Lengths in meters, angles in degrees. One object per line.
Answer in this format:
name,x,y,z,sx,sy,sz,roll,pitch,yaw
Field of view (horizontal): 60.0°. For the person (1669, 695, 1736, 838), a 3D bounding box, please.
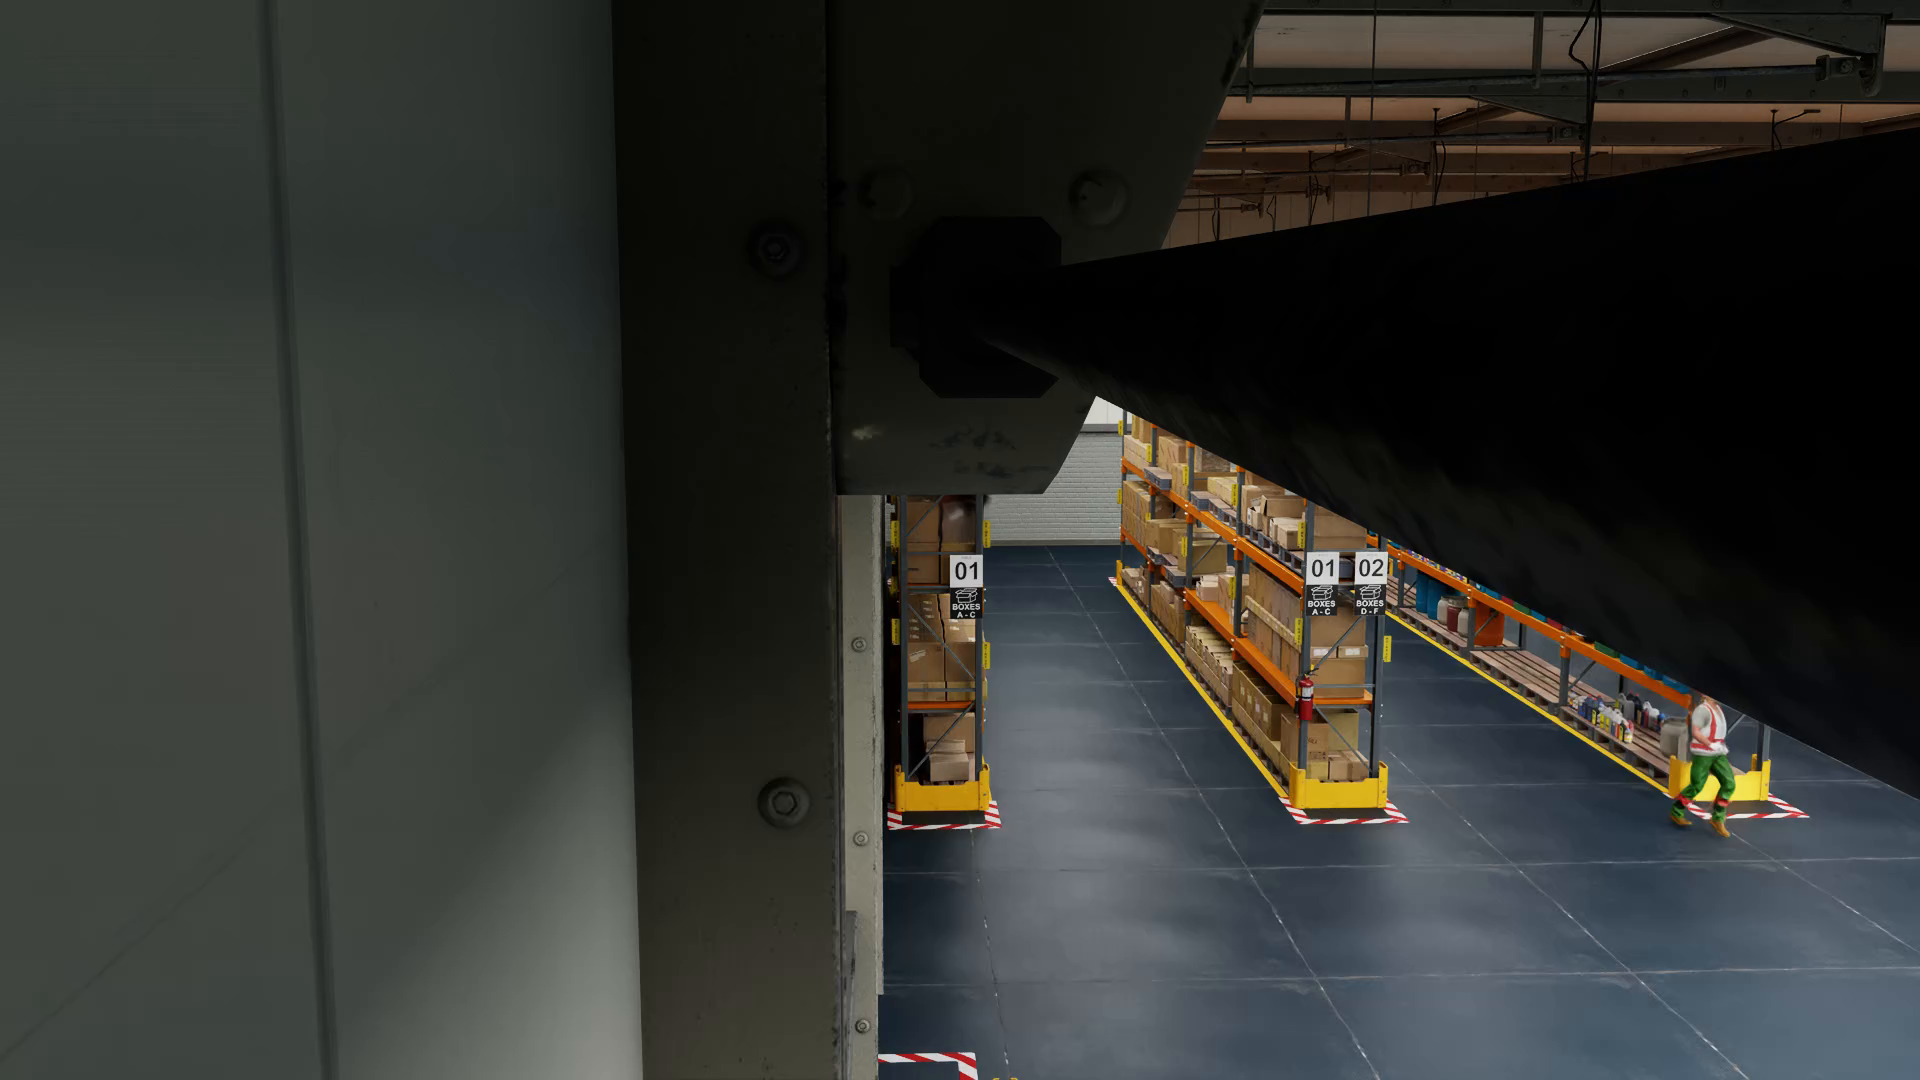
person,8.921,2.561,19.722,0.735,1.787,0.708,-6,10,-33
